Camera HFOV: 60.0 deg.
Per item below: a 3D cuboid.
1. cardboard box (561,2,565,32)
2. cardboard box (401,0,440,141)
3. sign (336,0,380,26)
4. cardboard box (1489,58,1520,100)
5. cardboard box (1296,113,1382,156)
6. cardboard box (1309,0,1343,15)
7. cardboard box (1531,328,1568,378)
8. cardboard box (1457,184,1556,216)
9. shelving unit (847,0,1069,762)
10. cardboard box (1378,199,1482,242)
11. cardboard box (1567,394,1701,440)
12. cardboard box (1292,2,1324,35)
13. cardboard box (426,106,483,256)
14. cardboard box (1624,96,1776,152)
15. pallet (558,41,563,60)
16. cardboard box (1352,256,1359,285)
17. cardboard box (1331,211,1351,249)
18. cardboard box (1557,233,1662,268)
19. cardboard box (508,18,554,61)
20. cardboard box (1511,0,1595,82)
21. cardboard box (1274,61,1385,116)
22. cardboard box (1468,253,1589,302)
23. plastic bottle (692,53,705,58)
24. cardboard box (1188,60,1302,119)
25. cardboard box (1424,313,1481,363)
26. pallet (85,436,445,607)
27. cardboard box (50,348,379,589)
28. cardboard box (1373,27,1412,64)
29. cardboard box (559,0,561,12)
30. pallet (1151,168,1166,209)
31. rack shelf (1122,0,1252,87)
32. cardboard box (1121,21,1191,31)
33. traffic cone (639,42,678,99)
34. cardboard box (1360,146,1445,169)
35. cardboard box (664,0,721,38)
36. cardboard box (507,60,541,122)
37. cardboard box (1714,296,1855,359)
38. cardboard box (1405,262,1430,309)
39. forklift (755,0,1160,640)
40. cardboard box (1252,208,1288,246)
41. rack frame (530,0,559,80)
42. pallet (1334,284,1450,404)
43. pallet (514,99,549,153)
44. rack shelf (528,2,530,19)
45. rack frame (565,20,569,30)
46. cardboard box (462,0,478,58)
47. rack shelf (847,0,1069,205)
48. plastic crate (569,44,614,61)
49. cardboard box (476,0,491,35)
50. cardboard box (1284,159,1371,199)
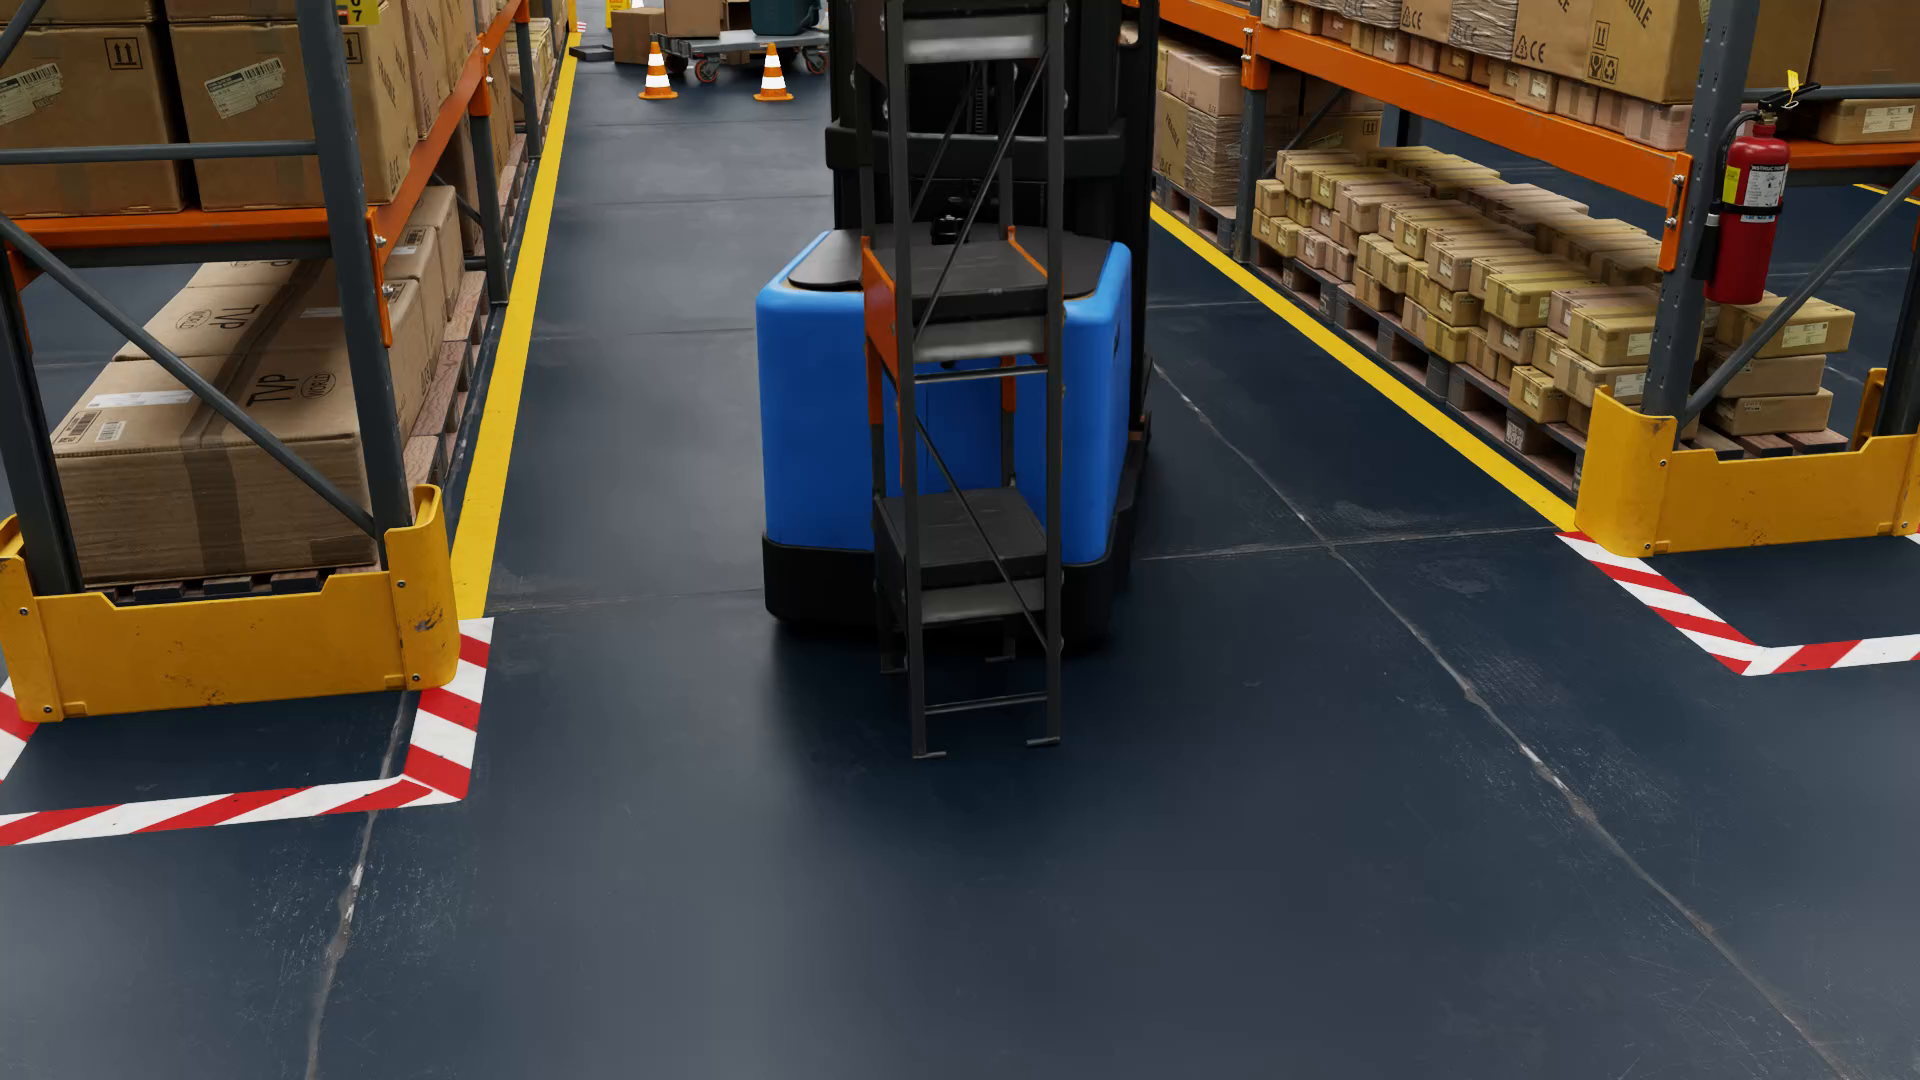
[{"bbox_3d":[-4.424,-5.503,17.512,0.500,0.250,0.500,-5,24,-12],"label":"cardboard box"},{"bbox_3d":[-2.073,-1.639,5.629,0.500,0.500,0.500,-4,24,-10],"label":"cardboard box"},{"bbox_3d":[-1.523,-1.456,4.156,0.100,0.325,0.005,-4,24,-10],"label":"sign"},{"bbox_3d":[2.278,-1.785,6.404,0.380,0.149,0.250,-5,24,-12],"label":"cardboard box"},{"bbox_3d":[2.161,-2.321,9.916,0.500,0.500,0.500,-3,24,-8],"label":"cardboard box"},{"bbox_3d":[1.979,-2.739,7.776,0.500,0.500,0.500,-4,24,-10],"label":"cardboard box"},{"bbox_3d":[2.403,-0.706,6.285,0.380,0.149,0.250,-5,24,-11],"label":"cardboard box"},{"bbox_3d":[2.610,-1.599,7.958,0.380,0.149,0.250,-5,24,-12],"label":"cardboard box"},{"bbox_3d":[-0.001,-0.492,4.242,0.431,2.100,0.503,-6,24,-11],"label":"shelving unit"},{"bbox_3d":[2.154,-1.455,7.628,0.380,0.149,0.250,-5,24,-12],"label":"cardboard box"},{"bbox_3d":[2.474,-0.468,6.112,0.380,0.149,0.250,-4,24,-9],"label":"cardboard box"},{"bbox_3d":[1.888,-2.617,8.308,0.380,0.149,0.250,-4,24,-8],"label":"cardboard box"},{"bbox_3d":[-3.002,-2.015,8.745,0.875,0.875,0.875,-4,24,-8],"label":"cardboard box"},{"bbox_3d":[2.438,-1.383,5.482,0.380,0.149,0.250,-4,24,-10],"label":"cardboard box"},{"bbox_3d":[-4.676,-5.169,17.322,1.003,0.211,1.213,-4,24,-10],"label":"pallet"},{"bbox_3d":[2.115,-1.285,7.982,0.380,0.149,0.250,-5,24,-12],"label":"cardboard box"},{"bbox_3d":[2.052,-1.528,8.165,0.380,0.149,0.250,-6,24,-12],"label":"cardboard box"},{"bbox_3d":[2.754,-1.190,7.021,0.380,0.149,0.250,-3,24,-8],"label":"cardboard box"},{"bbox_3d":[-4.189,-4.487,15.034,0.950,0.372,0.625,-4,24,-9],"label":"cardboard box"},{"bbox_3d":[2.350,-1.933,5.933,0.500,0.500,0.500,-5,24,-11],"label":"cardboard box"},{"bbox_3d":[2.160,-2.665,9.765,0.500,0.250,0.500,-5,24,-12],"label":"cardboard box"},{"bbox_3d":[2.281,-1.041,6.679,0.380,0.149,0.250,-5,24,-12],"label":"cardboard box"},{"bbox_3d":[-2.684,-5.004,17.132,0.133,0.061,0.283,0,24,-1],"label":"plastic bottle"},{"bbox_3d":[1.651,-2.629,9.683,0.500,0.250,0.500,-5,24,-11],"label":"cardboard box"},{"bbox_3d":[2.196,-0.864,7.018,0.380,0.149,0.250,-5,24,-12],"label":"cardboard box"},{"bbox_3d":[-2.294,-0.015,5.522,1.003,0.211,1.213,-4,24,-10],"label":"pallet"},{"bbox_3d":[-2.290,-0.255,5.263,0.875,0.438,0.875,-5,24,-12],"label":"cardboard box"},{"bbox_3d":[2.059,-2.199,7.351,0.380,0.149,0.250,-3,24,-7],"label":"cardboard box"},{"bbox_3d":[-4.243,-5.442,16.437,0.500,0.500,0.500,-3,24,-8],"label":"cardboard box"},{"bbox_3d":[1.662,-2.473,11.149,1.003,0.211,1.213,-4,24,-10],"label":"pallet"},{"bbox_3d":[1.667,-3.421,10.734,1.077,0.370,4.000,-4,24,-10],"label":"rack shelf"},{"bbox_3d":[1.281,-3.439,11.539,0.500,0.250,0.500,-5,24,-10],"label":"cardboard box"},{"bbox_3d":[-2.683,-4.158,14.692,0.336,0.463,0.334,-4,24,-10],"label":"traffic cone"},{"bbox_3d":[2.358,-2.002,8.880,0.380,0.149,0.250,-4,24,-8],"label":"cardboard box"},{"bbox_3d":[-2.545,-5.050,15.741,0.500,0.500,0.500,-4,24,-10],"label":"cardboard box"},{"bbox_3d":[-3.643,-3.342,12.414,0.950,0.372,0.625,-6,24,-13],"label":"cardboard box"},{"bbox_3d":[3.014,-0.781,6.083,0.380,0.149,0.250,-5,24,-12],"label":"cardboard box"},{"bbox_3d":[2.163,-1.109,7.206,0.380,0.149,0.250,-3,24,-7],"label":"cardboard box"},{"bbox_3d":[0.149,-1.608,5.769,1.130,2.935,3.031,4,24,8],"label":"forklift"},{"bbox_3d":[1.788,-1.683,8.893,0.380,0.149,0.250,-5,24,-12],"label":"cardboard box"},{"bbox_3d":[-4.288,-5.705,15.064,1.000,3.000,0.127,-4,24,-10],"label":"rack frame"},{"bbox_3d":[2.425,-0.944,7.647,1.003,0.211,1.213,-4,24,-10],"label":"pallet"},{"bbox_3d":[-3.692,-3.161,12.724,1.003,0.211,1.213,-4,24,-10],"label":"pallet"},{"bbox_3d":[-3.919,-4.588,13.407,1.077,0.370,4.000,-4,24,-10],"label":"rack shelf"},{"bbox_3d":[-5.028,-7.278,18.666,1.000,3.000,0.127,-4,24,-10],"label":"rack frame"},{"bbox_3d":[-2.472,-2.440,7.465,0.500,0.500,0.500,-4,24,-9],"label":"cardboard box"},{"bbox_3d":[-0.014,-1.120,3.965,0.431,0.518,0.480,-6,24,-11],"label":"rack shelf"},{"bbox_3d":[-3.773,-5.045,17.201,0.402,0.080,0.583,-13,27,-28],"label":"plastic crate"},{"bbox_3d":[-2.631,-2.682,8.330,0.500,0.250,0.500,-5,24,-11],"label":"cardboard box"},{"bbox_3d":[1.890,-1.859,8.553,0.380,0.149,0.250,-3,24,-7],"label":"cardboard box"}]
